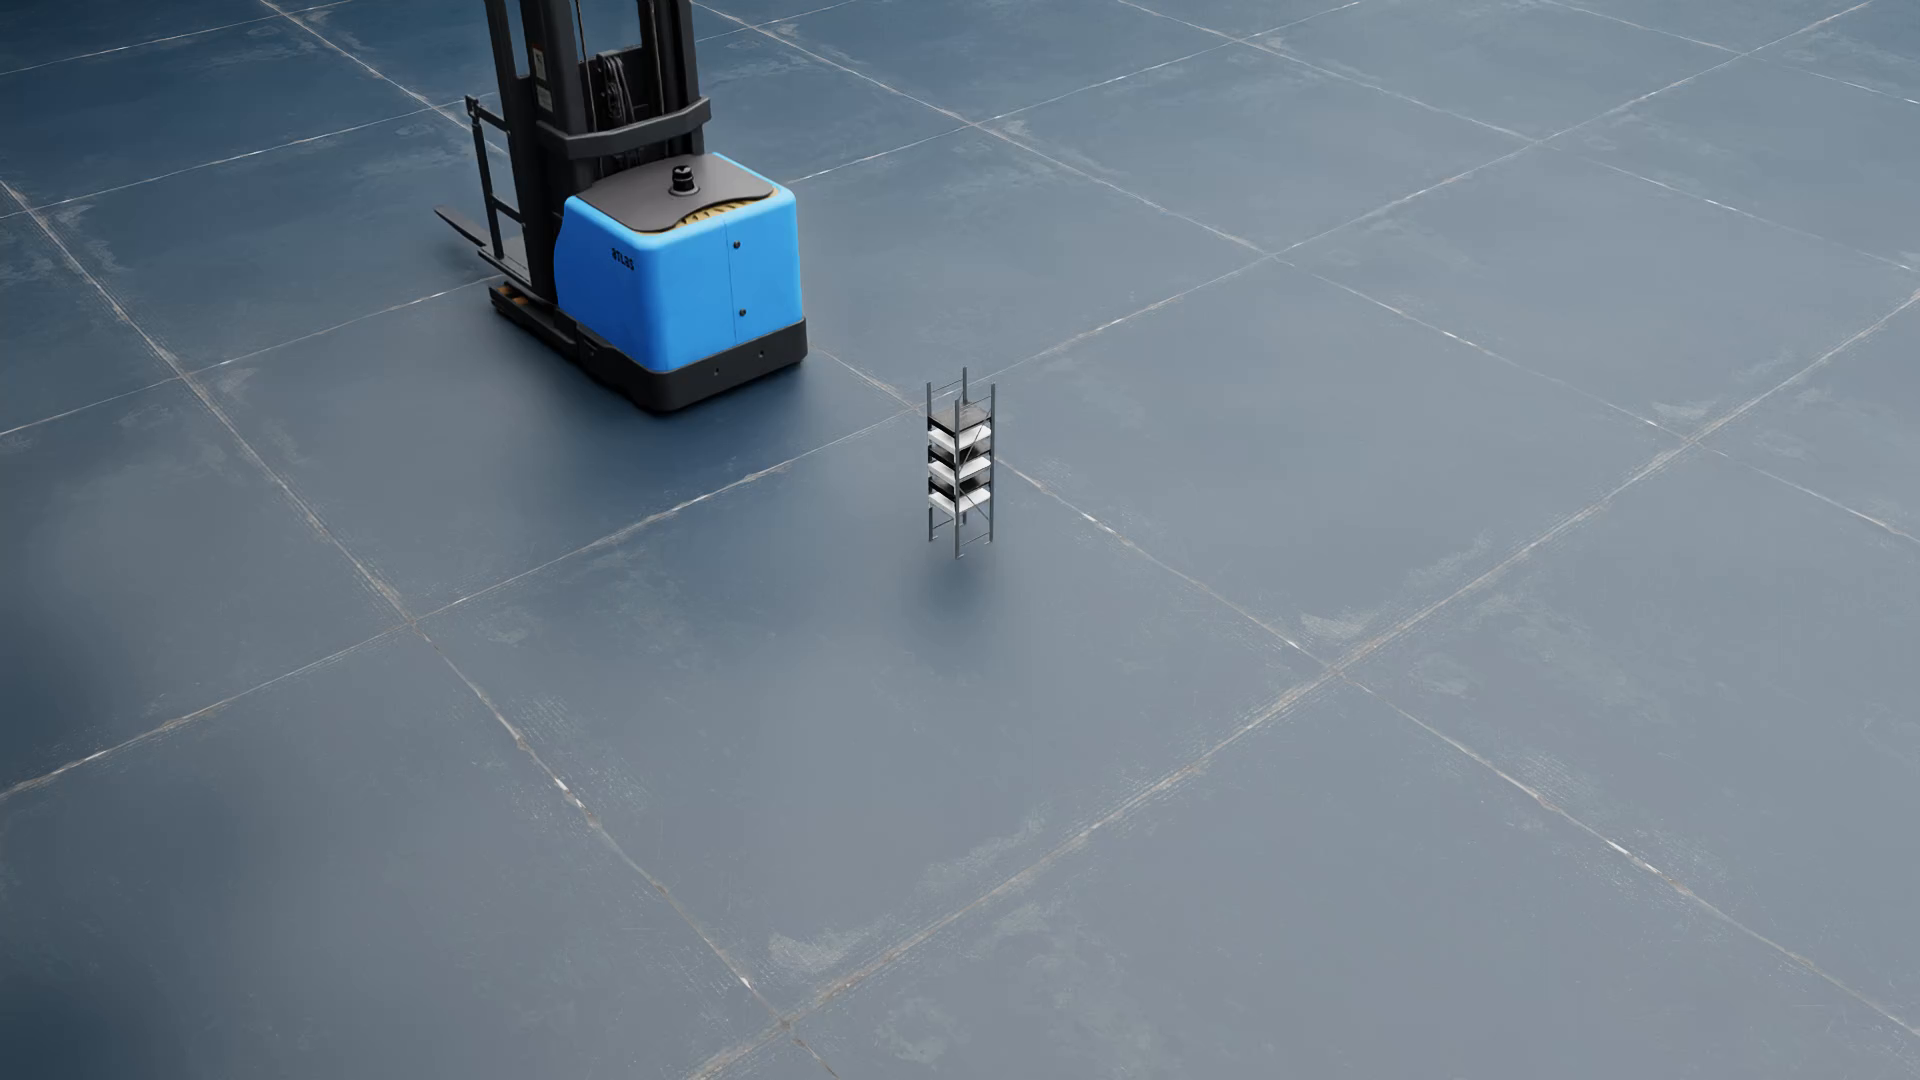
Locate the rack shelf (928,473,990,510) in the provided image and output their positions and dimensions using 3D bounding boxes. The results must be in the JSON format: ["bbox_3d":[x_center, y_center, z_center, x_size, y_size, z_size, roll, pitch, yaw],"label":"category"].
[{"bbox_3d":[0.005,-0.263,8.056,0.258,0.077,0.200,-26,43,-32],"label":"rack shelf"}]

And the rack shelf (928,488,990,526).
[{"bbox_3d":[0.005,-0.190,8.108,0.258,0.077,0.200,-26,43,-32],"label":"rack shelf"}]

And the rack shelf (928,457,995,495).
[{"bbox_3d":[0.005,-0.336,8.004,0.258,0.077,0.200,-26,43,-32],"label":"rack shelf"}]

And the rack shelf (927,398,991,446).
[{"bbox_3d":[0.005,-0.557,7.848,0.258,0.077,0.200,-26,43,-32],"label":"rack shelf"}]

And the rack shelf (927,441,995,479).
[{"bbox_3d":[0.005,-0.410,7.952,0.258,0.077,0.200,-26,43,-32],"label":"rack shelf"}]

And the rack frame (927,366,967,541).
[{"bbox_3d":[-0.060,-0.409,8.048,0.240,0.900,0.006,-26,43,-32],"label":"rack frame"}]

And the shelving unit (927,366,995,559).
[{"bbox_3d":[0.005,-0.364,7.985,0.258,0.900,0.210,-26,43,-32],"label":"shelving unit"}]

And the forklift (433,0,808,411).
[{"bbox_3d":[-2.230,-2.677,9.494,1.130,2.935,3.031,-27,43,-32],"label":"forklift"}]

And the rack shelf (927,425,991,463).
[{"bbox_3d":[0.005,-0.483,7.900,0.258,0.077,0.200,-26,43,-32],"label":"rack shelf"}]

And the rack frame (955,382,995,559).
[{"bbox_3d":[0.071,-0.319,7.921,0.240,0.900,0.006,-26,43,-32],"label":"rack frame"}]
